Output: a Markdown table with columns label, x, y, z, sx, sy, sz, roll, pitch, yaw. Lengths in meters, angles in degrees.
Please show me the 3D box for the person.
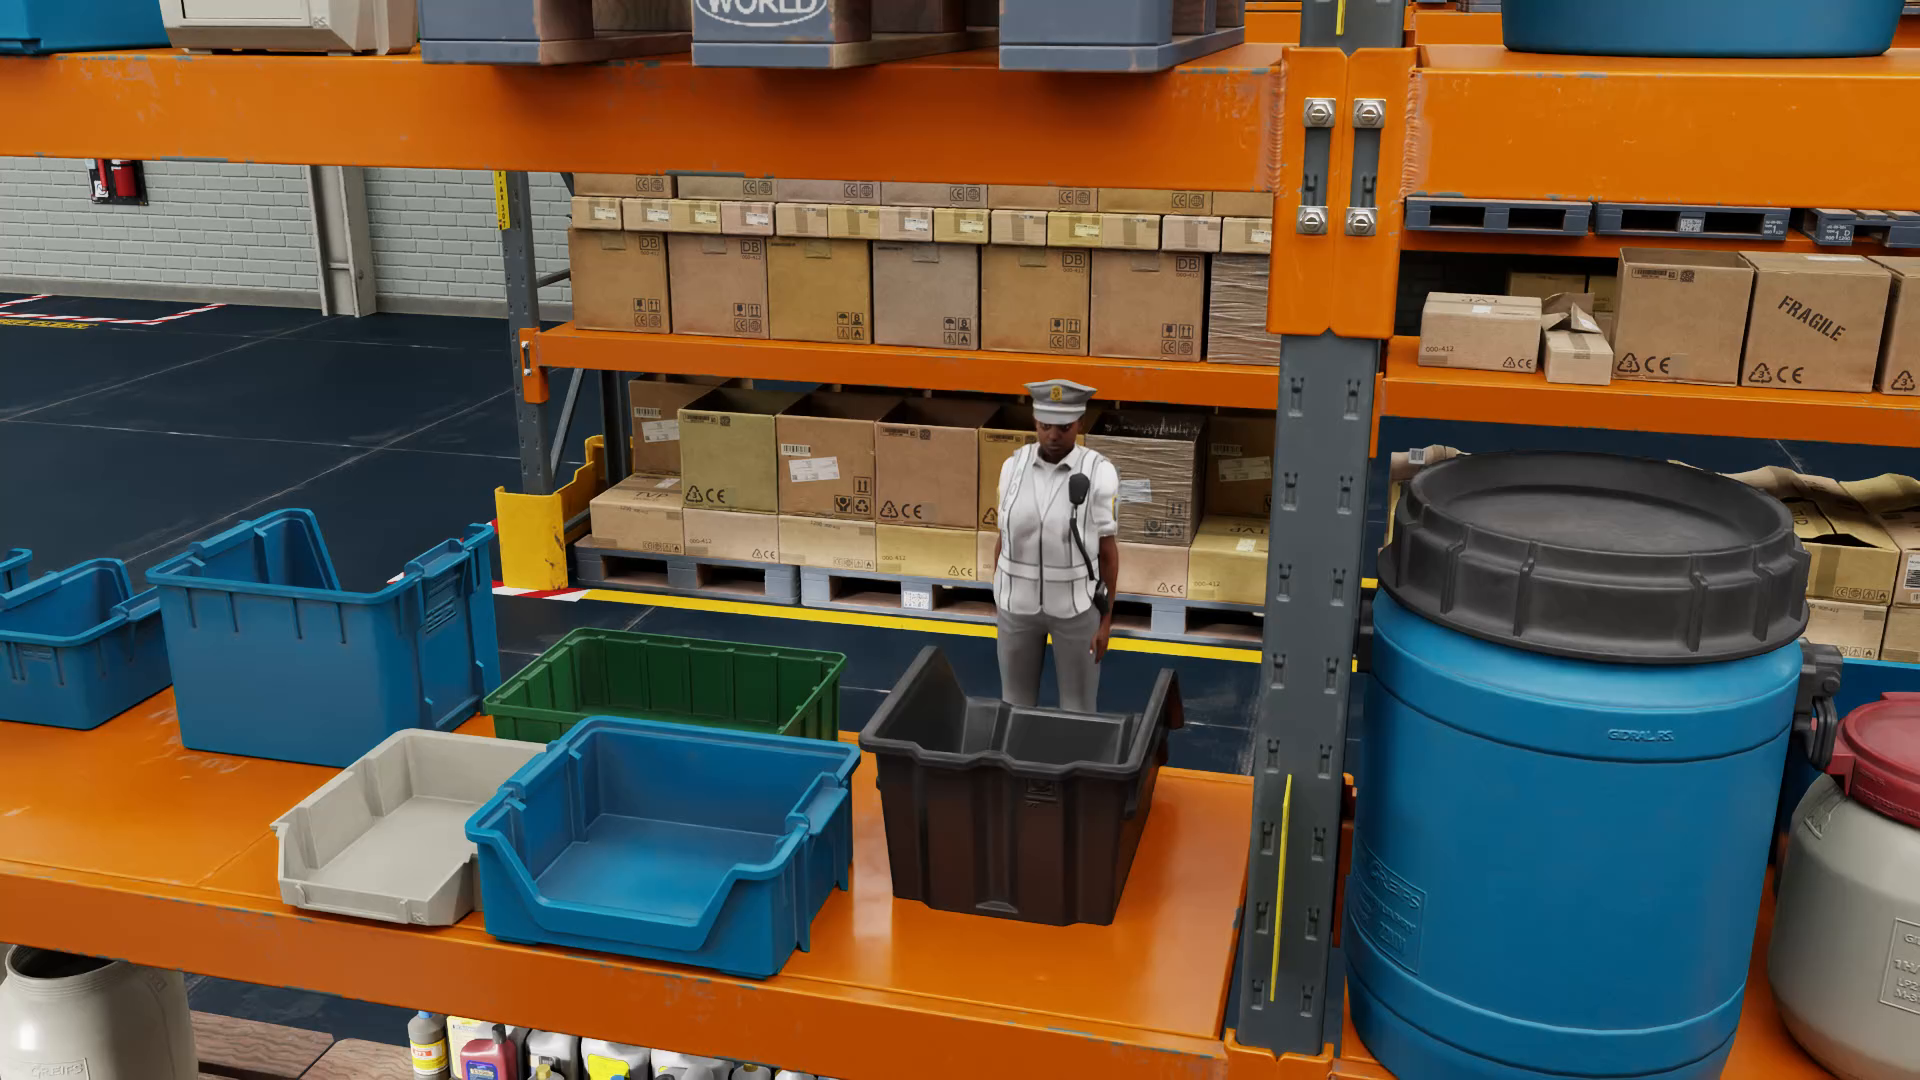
| label | x | y | z | sx | sy | sz | roll | pitch | yaw |
| --- | --- | --- | --- | --- | --- | --- | --- | --- | --- |
| person | 0.323 | 0.258 | 5.763 | 0.436 | 1.678 | 0.339 | 5 | 19 | 15 |
